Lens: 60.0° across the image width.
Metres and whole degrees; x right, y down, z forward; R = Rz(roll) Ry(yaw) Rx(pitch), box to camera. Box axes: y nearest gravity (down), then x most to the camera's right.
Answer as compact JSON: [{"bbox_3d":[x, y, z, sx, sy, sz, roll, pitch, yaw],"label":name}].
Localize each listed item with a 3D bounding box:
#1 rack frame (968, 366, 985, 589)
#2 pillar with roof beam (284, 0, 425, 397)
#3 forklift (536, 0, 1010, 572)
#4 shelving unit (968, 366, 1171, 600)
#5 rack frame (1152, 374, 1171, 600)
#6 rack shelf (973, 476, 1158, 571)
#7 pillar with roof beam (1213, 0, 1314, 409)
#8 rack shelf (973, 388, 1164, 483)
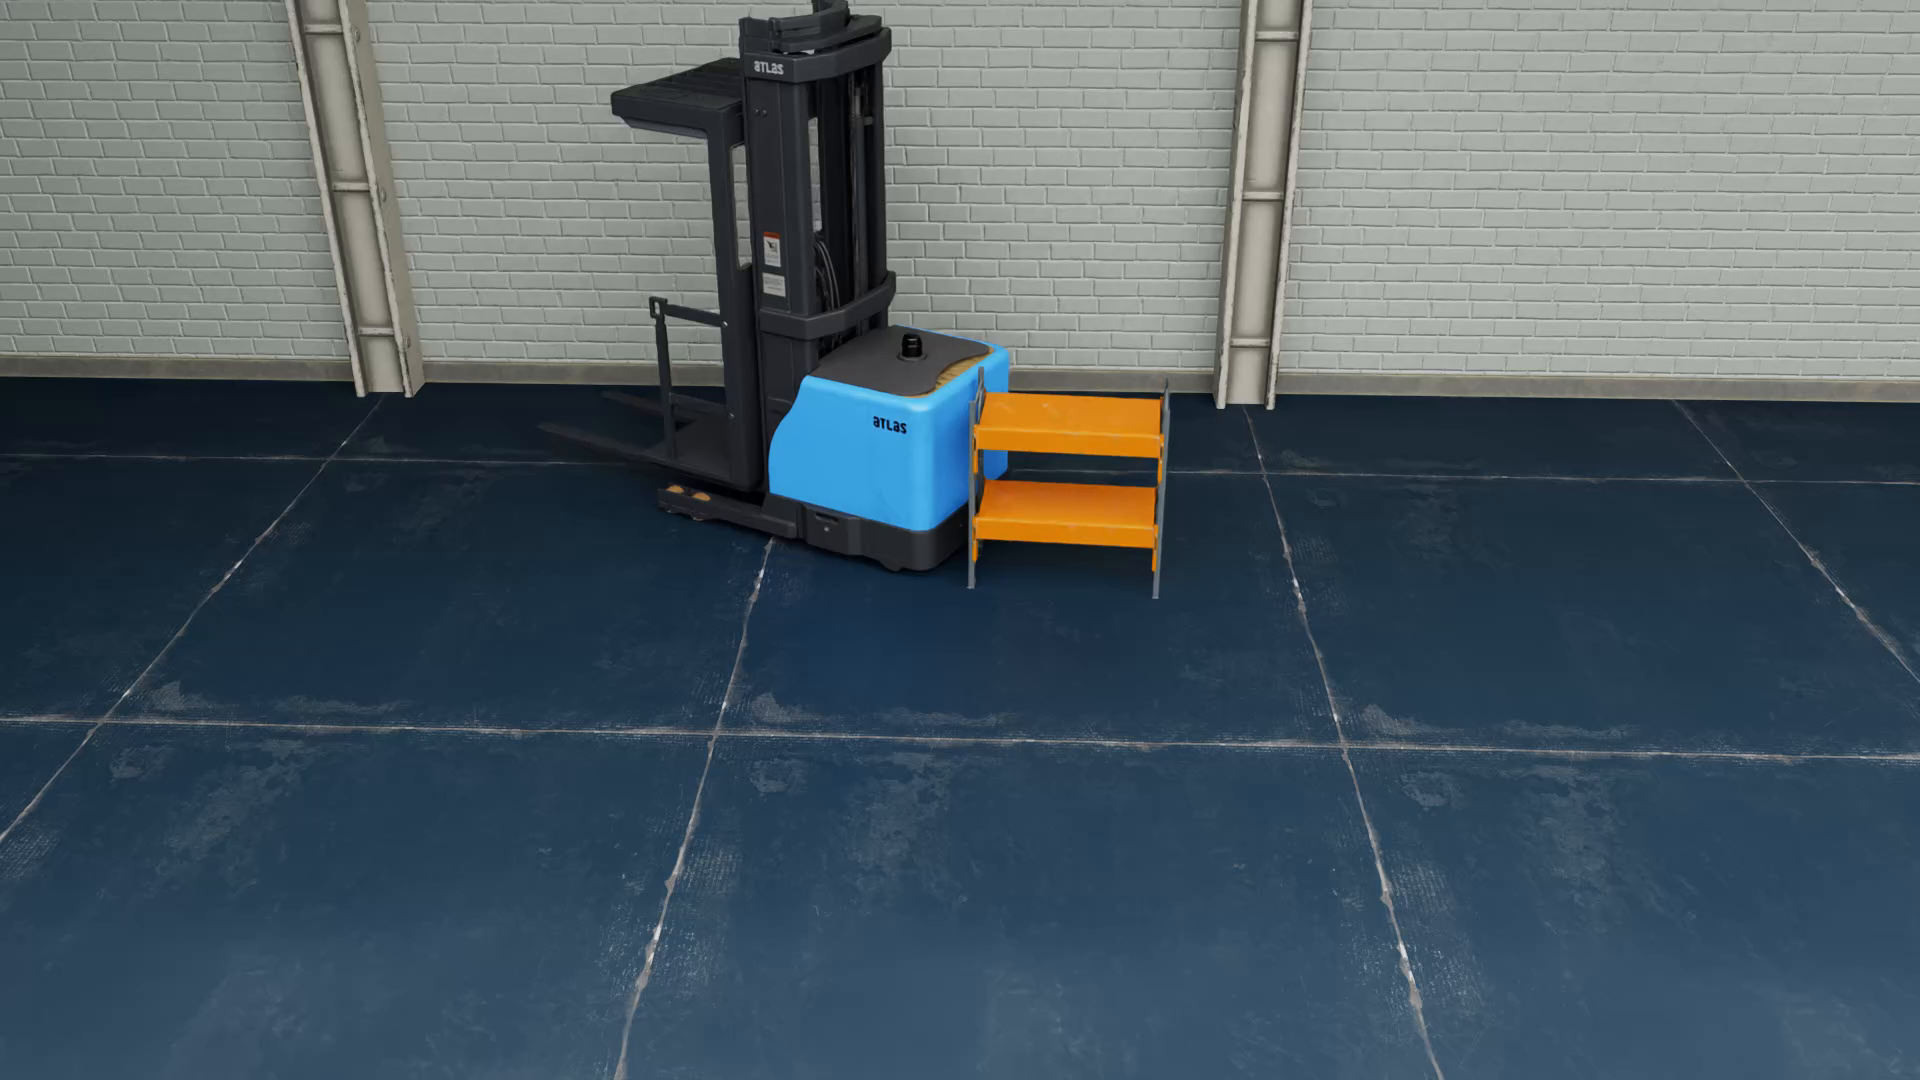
[{"bbox_3d":[0.091,-0.341,9.192,0.032,1.125,0.500,3,28,6],"label":"rack frame"},{"bbox_3d":[-4.176,-3.036,5.869,0.400,9.000,9.100,1,28,2],"label":"pillar with roof beam"},{"bbox_3d":[-1.237,-1.607,9.653,3.031,2.935,1.130,15,31,26],"label":"forklift"},{"bbox_3d":[0.596,-0.314,9.141,1.048,1.125,0.538,3,28,6],"label":"shelving unit"},{"bbox_3d":[1.101,-0.287,9.090,0.032,1.125,0.500,3,28,6],"label":"rack frame"},{"bbox_3d":[0.596,-0.098,9.255,1.000,0.278,0.538,3,28,6],"label":"rack shelf"},{"bbox_3d":[1.820,-2.937,5.682,0.400,9.000,9.100,1,28,2],"label":"pillar with roof beam"},{"bbox_3d":[0.596,-0.572,9.004,1.000,0.278,0.538,3,28,6],"label":"rack shelf"}]
